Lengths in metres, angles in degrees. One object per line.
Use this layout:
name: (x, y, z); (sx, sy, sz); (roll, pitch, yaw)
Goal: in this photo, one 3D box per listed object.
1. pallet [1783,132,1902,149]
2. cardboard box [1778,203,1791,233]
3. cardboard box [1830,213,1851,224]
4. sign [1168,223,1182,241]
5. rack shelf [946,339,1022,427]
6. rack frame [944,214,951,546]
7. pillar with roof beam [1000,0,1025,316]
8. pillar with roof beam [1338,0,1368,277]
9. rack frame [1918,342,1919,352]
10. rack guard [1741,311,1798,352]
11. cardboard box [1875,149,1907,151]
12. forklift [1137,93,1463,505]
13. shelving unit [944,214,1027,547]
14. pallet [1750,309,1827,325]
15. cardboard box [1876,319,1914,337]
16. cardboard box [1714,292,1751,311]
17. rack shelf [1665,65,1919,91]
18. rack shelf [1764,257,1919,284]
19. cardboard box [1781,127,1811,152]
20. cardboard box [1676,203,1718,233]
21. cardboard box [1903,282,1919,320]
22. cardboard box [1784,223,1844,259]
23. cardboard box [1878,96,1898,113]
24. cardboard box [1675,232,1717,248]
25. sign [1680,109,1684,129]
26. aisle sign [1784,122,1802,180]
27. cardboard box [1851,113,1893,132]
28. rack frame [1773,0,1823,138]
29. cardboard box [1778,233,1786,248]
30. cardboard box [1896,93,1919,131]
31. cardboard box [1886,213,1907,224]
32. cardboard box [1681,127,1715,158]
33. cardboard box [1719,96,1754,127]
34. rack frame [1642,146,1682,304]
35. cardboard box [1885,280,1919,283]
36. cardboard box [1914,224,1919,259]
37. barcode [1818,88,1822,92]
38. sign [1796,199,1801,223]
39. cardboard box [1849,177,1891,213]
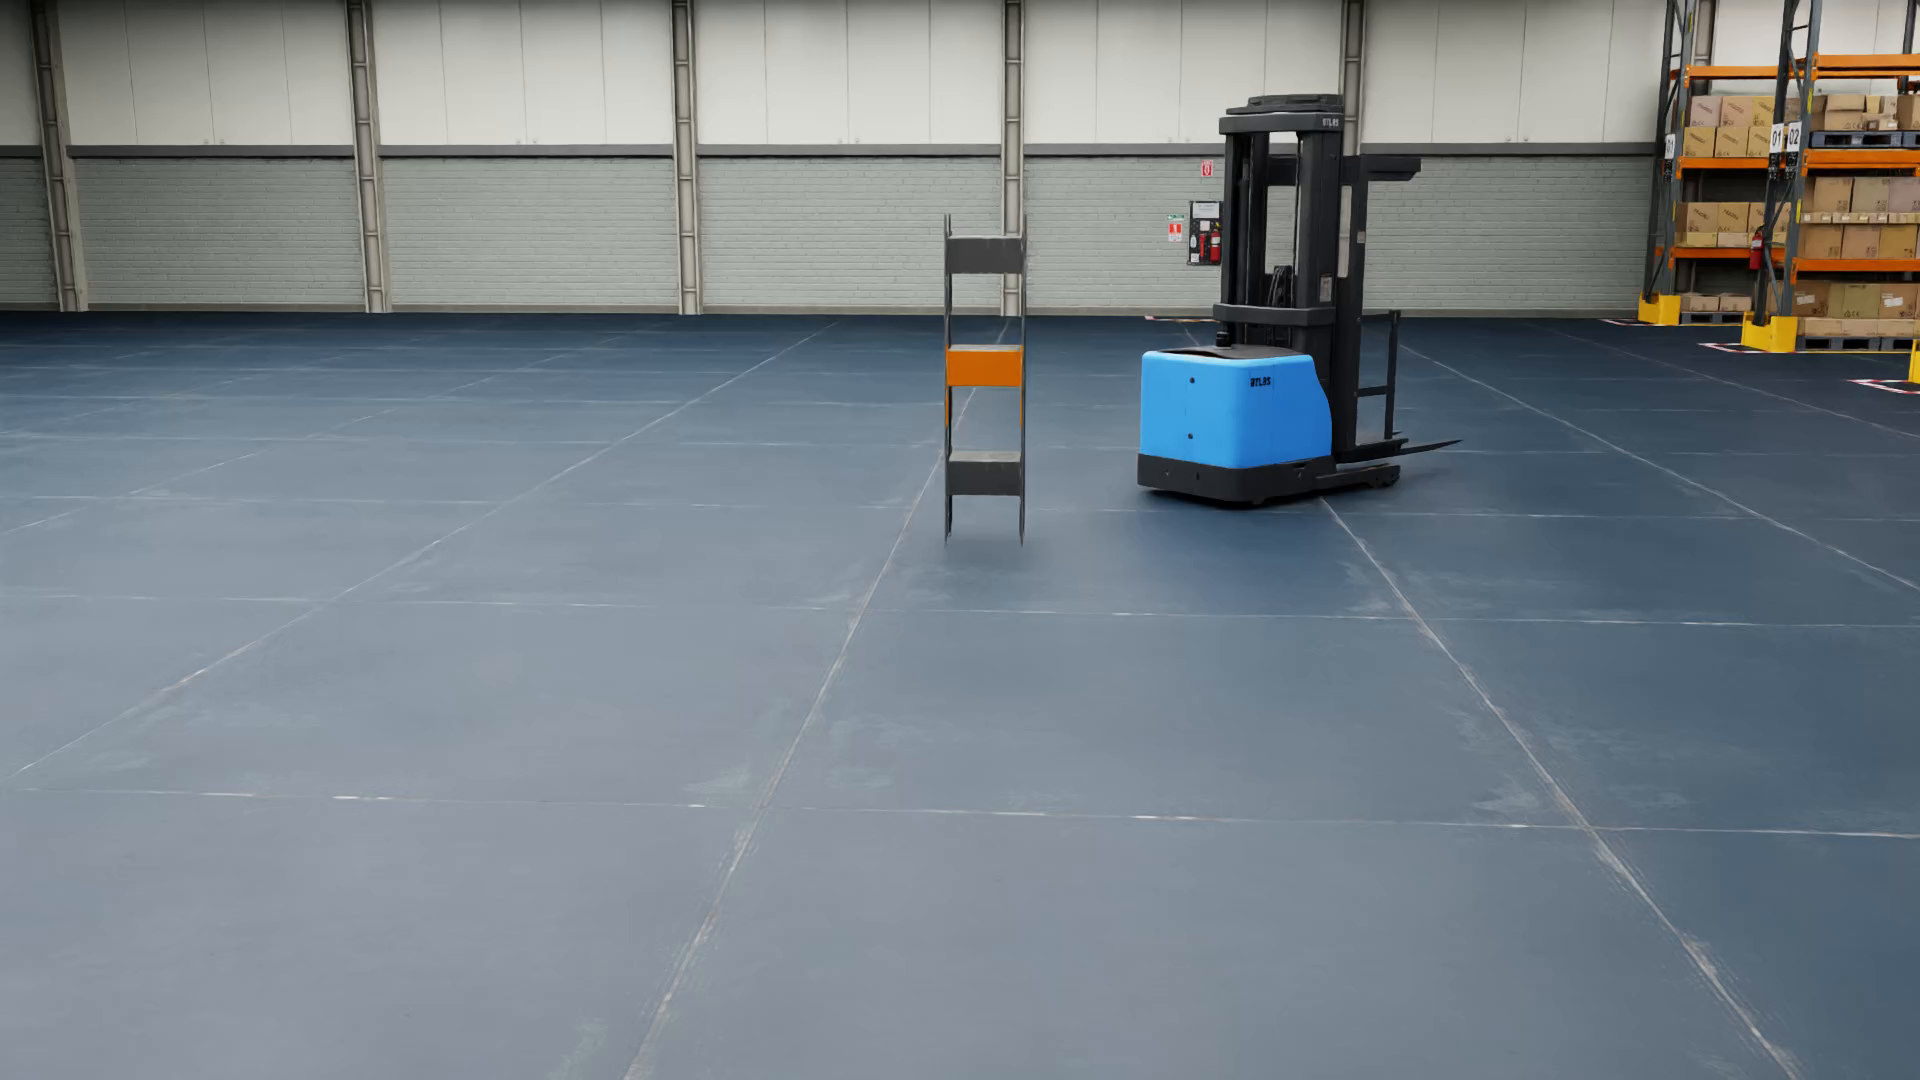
pallet: (12.547, -5.687, 23.670); (1.213, 0.211, 1.003); (1, 12, 4)
cardboard box: (14.150, -5.503, 28.385); (0.500, 0.500, 0.500); (1, 12, 6)
cardboard box: (12.484, -4.591, 23.712); (0.250, 0.149, 0.380); (0, 12, 2)
sign: (3.932, -5.626, 30.401); (0.234, 0.329, 0.001); (1, 12, 4)
rack shelf: (0.165, -1.012, 10.695); (0.480, 0.518, 0.431); (1, 12, 4)
rack frame: (-0.078, -1.029, 10.708); (0.015, 2.100, 0.400); (1, 12, 4)
pillar with roof beam: (0.666, -7.678, 25.643); (0.400, 9.000, 9.100); (1, 12, 4)
pillar with roof beam: (6.652, -7.595, 25.250); (0.400, 9.000, 9.100); (1, 12, 4)
rack frame: (11.508, -3.265, 19.202); (0.127, 3.000, 1.000); (1, 12, 4)
rack guard: (11.819, -3.054, 24.297); (0.348, 0.500, 1.175); (1, 12, 4)
cardboard box: (15.639, -6.718, 28.088); (0.500, 0.500, 0.500); (1, 12, 5)
forklift: (2.802, -1.907, 12.878); (3.031, 2.935, 1.130); (-10, 15, -38)
shelving unit: (0.165, -1.025, 10.692); (0.503, 2.100, 0.431); (1, 12, 4)
pallet: (14.269, -3.888, 28.988); (1.213, 0.211, 1.003); (1, 12, 4)
cardboard box: (13.361, -3.071, 23.963); (0.500, 0.250, 0.500); (1, 12, 4)
cardboard box: (13.424, -4.153, 28.937); (0.500, 0.311, 0.500); (2, 12, 8)
rack shelf: (14.166, -7.845, 28.206); (4.000, 0.370, 1.077); (1, 12, 4)
rack shelf: (13.839, -3.898, 23.982); (4.000, 0.370, 1.077); (1, 12, 4)
cardboard box: (14.075, -6.737, 28.178); (0.500, 0.500, 0.500); (2, 12, 7)
cardboard box: (12.627, -5.525, 28.489); (0.500, 0.500, 0.500); (1, 12, 4)
cardboard box: (13.860, -3.430, 23.848); (0.500, 0.500, 0.500); (1, 12, 4)
cardboard box: (12.308, -4.317, 23.986); (0.500, 0.500, 0.700); (1, 12, 4)
cardboard box: (15.644, -7.202, 27.962); (0.500, 0.500, 0.500); (0, 12, -1)
cardboard box: (12.636, -5.154, 28.549); (0.500, 0.250, 0.500); (0, 12, 2)
sign: (12.134, -7.074, 27.951); (0.005, 0.325, 0.100); (1, 12, 4)
aisle sign: (11.757, -5.488, 23.478); (0.004, 0.787, 0.394); (1, 12, 4)
cardboard box: (13.010, -5.984, 23.872); (0.500, 0.250, 0.500); (1, 12, 4)
rack frame: (11.843, -7.214, 23.425); (0.127, 3.000, 1.000); (1, 12, 4)
cardboard box: (14.167, -5.134, 28.454); (0.500, 0.250, 0.500); (1, 12, 4)
cardboard box: (13.482, -5.990, 23.289); (0.500, 0.500, 0.500); (1, 12, 4)
cardboard box: (13.251, -4.581, 23.661); (0.250, 0.149, 0.380); (0, 12, 2)
cardboard box: (12.487, -6.761, 28.292); (0.500, 0.500, 0.500); (1, 12, 5)
cardboard box: (13.036, -7.234, 28.111); (0.500, 0.500, 0.500); (1, 12, 3)
rack frame: (12.171, -5.289, 28.877); (0.127, 3.000, 1.000); (1, 12, 4)
cardboard box: (13.896, -3.540, 24.372); (0.500, 0.500, 0.500); (1, 12, 4)
cardboard box: (13.853, -4.297, 23.888); (0.500, 0.500, 0.700); (1, 12, 5)
barcode: (14.803, -7.740, 28.625); (0.075, 0.075, 0.001); (1, 12, 4)
sign: (11.800, -4.626, 23.401); (0.005, 0.325, 0.100); (1, 12, 4)
cardboard box: (12.886, -4.945, 23.821); (0.500, 0.500, 0.700); (0, 12, 2)
